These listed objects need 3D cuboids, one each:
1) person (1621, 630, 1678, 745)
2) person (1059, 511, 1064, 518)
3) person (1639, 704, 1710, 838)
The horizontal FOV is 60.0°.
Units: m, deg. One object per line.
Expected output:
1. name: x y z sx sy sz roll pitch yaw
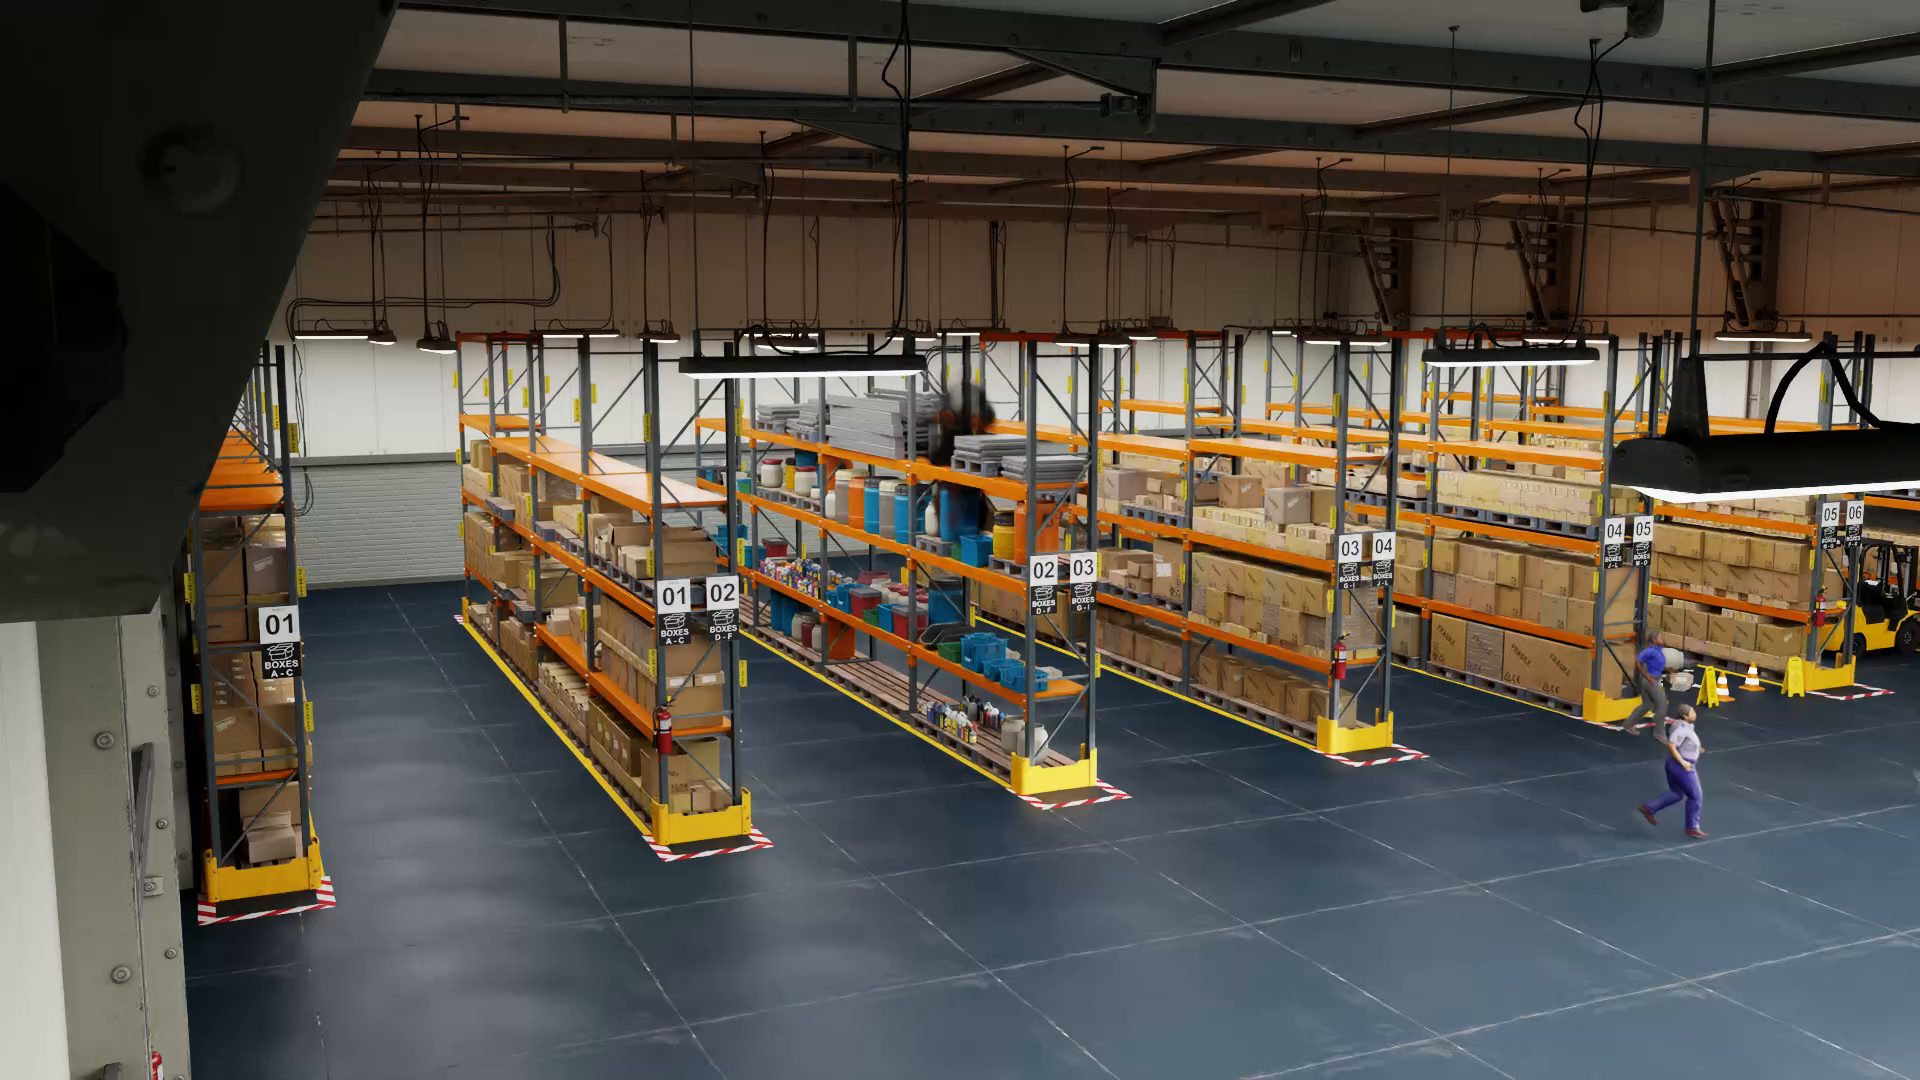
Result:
1. person: 10.317 2.183 24.848 0.720 1.694 0.570 5 9 31
2. person: 2.290 0.081 39.616 0.711 1.711 1.045 -1 8 -5
3. person: 8.764 2.803 20.322 0.831 1.657 0.598 1 8 10
